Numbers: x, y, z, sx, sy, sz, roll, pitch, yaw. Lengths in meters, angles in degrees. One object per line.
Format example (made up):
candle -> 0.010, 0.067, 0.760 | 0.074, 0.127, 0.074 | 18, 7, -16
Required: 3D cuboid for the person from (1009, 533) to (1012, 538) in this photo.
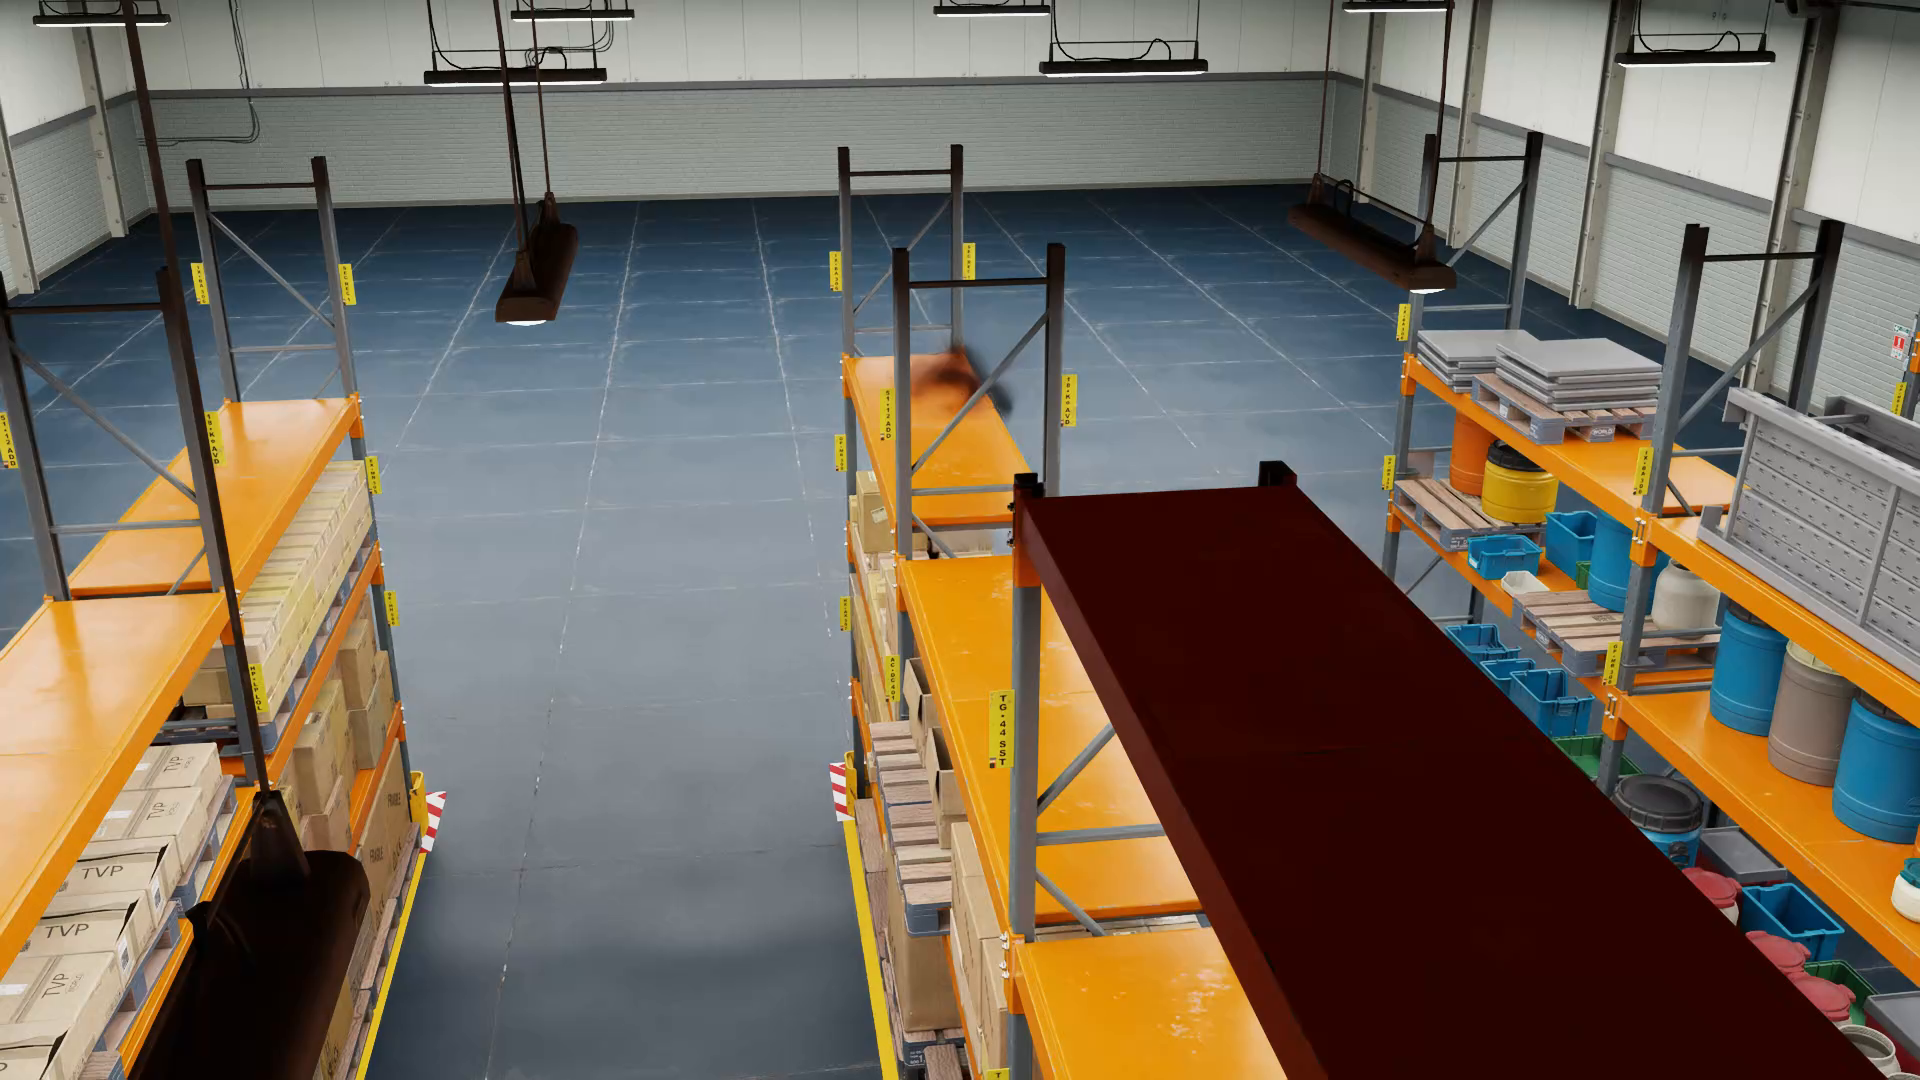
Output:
person -> 0.862, 0.258, 18.640 | 0.948, 1.660, 0.578 | 10, 24, 24
